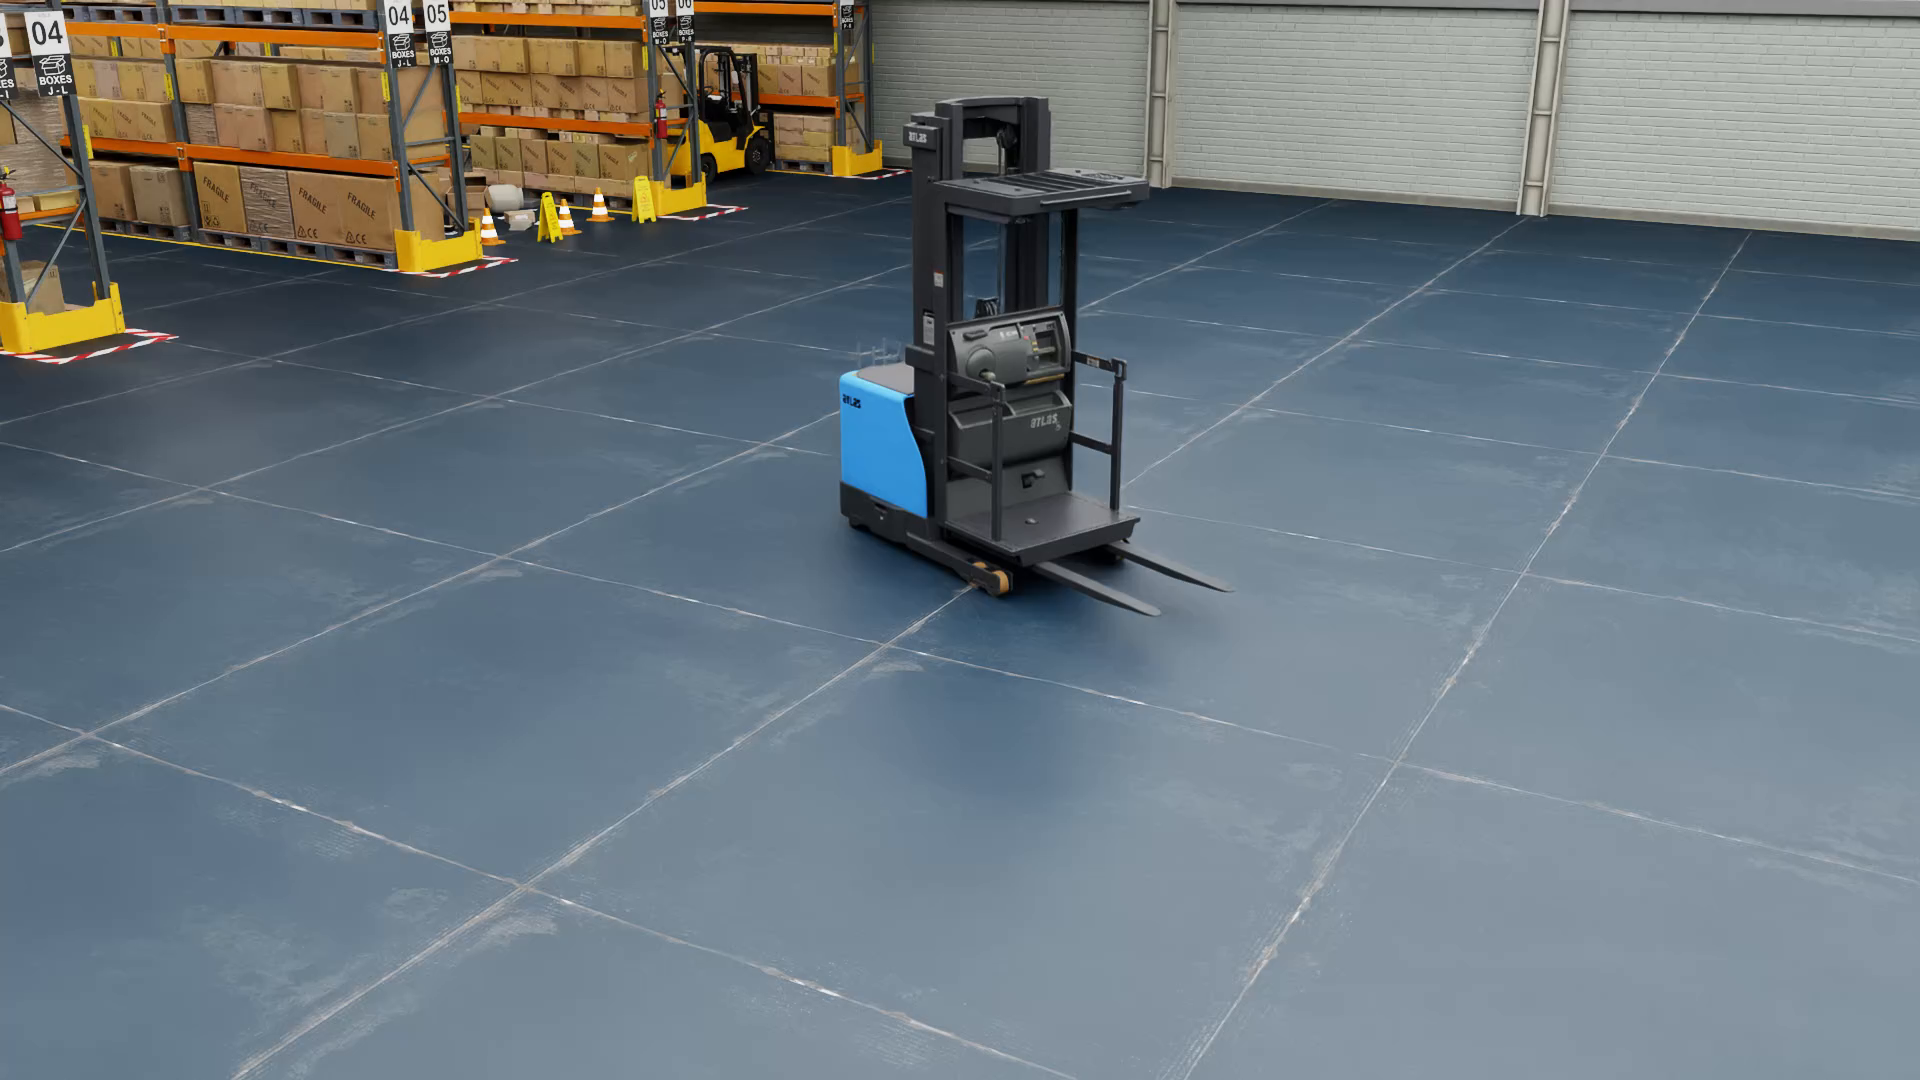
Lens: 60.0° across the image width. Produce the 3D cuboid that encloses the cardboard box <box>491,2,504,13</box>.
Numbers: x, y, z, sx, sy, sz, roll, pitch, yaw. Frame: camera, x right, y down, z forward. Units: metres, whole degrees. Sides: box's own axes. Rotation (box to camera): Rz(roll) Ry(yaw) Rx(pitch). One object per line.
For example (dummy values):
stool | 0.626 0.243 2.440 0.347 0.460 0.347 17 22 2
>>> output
cardboard box | -6.897 -8.095 25.253 0.250 0.149 0.380 12 23 29

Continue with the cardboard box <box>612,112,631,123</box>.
cardboard box | -4.934 -6.274 24.632 0.250 0.149 0.380 10 22 27

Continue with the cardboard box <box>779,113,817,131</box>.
cardboard box | -2.813 -7.305 29.055 0.500 0.250 0.500 11 23 28

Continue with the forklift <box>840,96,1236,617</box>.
forklift | 0.456 -1.212 10.409 1.130 2.935 3.031 -15 25 -35

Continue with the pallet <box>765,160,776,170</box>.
pallet | -3.560 -6.870 29.995 1.213 0.211 1.003 11 23 27

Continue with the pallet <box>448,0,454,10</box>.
pallet | -8.207 -8.506 26.293 1.003 0.211 1.213 11 23 27

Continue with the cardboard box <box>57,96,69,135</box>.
cardboard box | -12.392 -5.949 23.220 0.500 0.500 0.500 11 23 27

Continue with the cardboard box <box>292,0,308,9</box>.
cardboard box | -7.898 -6.555 20.243 0.250 0.149 0.380 10 22 27

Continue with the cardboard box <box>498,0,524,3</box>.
cardboard box | -6.584 -8.205 24.970 0.500 0.250 0.500 11 23 28

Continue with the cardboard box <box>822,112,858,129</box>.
cardboard box | -2.138 -7.374 29.246 0.500 0.250 0.500 10 22 26

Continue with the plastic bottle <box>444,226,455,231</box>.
plastic bottle | -7.247 -4.372 23.329 0.283 0.061 0.133 3 20 9

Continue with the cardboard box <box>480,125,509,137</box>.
cardboard box | -7.257 -6.395 25.962 0.250 0.149 0.380 11 23 28

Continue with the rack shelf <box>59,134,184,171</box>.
rack shelf | -11.792 -5.554 23.333 4.000 0.370 1.077 11 23 27

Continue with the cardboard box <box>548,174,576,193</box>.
cardboard box | -5.973 -5.518 25.594 0.500 0.250 0.500 10 22 25

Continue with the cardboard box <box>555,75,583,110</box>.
cardboard box | -5.706 -6.749 24.988 0.500 0.500 0.500 11 23 27

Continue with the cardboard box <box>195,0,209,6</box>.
cardboard box | -9.450 -6.850 21.057 0.250 0.149 0.380 11 23 27

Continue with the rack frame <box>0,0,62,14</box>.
rack frame | -9.061 -6.255 15.412 0.127 3.000 1.000 11 23 27

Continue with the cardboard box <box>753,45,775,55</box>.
cardboard box | -3.389 -8.534 28.959 0.250 0.149 0.380 11 23 28

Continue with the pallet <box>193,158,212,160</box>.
pallet | -12.925 -6.761 29.695 1.213 0.211 1.003 11 23 27

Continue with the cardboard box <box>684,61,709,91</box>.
cardboard box | -4.580 -8.342 29.817 0.500 0.500 0.500 11 23 28

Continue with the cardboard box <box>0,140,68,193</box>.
cardboard box | -9.528 -3.721 16.642 0.500 0.500 0.875 11 23 27

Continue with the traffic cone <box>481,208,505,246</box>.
traffic cone | -6.325 -4.213 22.301 0.334 0.463 0.336 11 23 27

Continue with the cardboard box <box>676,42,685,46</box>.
cardboard box | -4.888 -8.867 29.878 0.250 0.149 0.380 11 23 28

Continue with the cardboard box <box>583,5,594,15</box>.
cardboard box | -5.313 -7.801 24.441 0.250 0.149 0.380 11 23 28

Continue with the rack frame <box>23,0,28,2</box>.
rack frame | -13.538 -9.045 23.104 0.127 3.000 1.000 11 23 27

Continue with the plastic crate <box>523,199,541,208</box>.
plastic crate | -6.749 -5.172 25.507 0.583 0.080 0.402 3 20 9

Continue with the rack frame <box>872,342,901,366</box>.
rack frame | -0.514 -0.798 11.806 0.240 1.200 0.006 -15 25 -35

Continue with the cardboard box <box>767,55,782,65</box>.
cardboard box | -3.151 -8.359 28.913 0.250 0.149 0.380 10 22 26

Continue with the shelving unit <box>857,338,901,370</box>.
shelving unit | -0.569 -0.823 11.875 0.258 1.200 0.189 -15 25 -35

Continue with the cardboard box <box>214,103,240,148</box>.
cardboard box | -9.227 -5.488 21.875 0.550 0.550 0.875 11 23 27

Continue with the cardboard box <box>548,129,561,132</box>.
cardboard box | -7.683 -8.061 32.054 0.625 0.625 0.875 12 23 29

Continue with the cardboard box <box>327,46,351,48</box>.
cardboard box | -10.223 -8.024 27.888 0.500 0.500 0.500 10 22 26

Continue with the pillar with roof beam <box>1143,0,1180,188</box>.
pillar with roof beam | 1.160 -8.788 22.395 0.400 9.000 9.100 11 23 27

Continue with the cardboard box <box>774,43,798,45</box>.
cardboard box | -3.081 -8.723 29.479 0.250 0.149 0.380 10 22 26

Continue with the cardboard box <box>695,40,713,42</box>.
cardboard box | -4.678 -9.003 30.251 0.250 0.149 0.380 10 22 26

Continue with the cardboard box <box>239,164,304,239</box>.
cardboard box | -8.742 -4.484 21.828 0.875 0.875 0.875 11 23 28

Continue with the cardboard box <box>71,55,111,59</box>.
cardboard box | -12.260 -6.496 23.261 0.500 0.500 0.700 10 22 26

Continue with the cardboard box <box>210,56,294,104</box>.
cardboard box | -9.204 -6.009 21.729 0.550 0.550 0.875 11 23 27

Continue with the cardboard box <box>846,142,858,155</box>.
cardboard box | -2.144 -6.908 29.426 0.500 0.250 0.500 11 23 28

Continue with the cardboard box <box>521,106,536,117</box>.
cardboard box | -6.489 -6.569 25.443 0.250 0.149 0.380 11 23 28

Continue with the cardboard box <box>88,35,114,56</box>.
cardboard box | -15.251 -8.894 29.872 0.500 0.500 0.500 11 22 27

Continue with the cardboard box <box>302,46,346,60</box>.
cardboard box | -10.474 -7.871 27.467 0.500 0.500 0.500 12 23 30

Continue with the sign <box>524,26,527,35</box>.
sign | -8.527 -9.904 32.571 0.005 0.325 0.100 11 23 27

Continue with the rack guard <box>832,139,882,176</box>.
rack guard | -1.790 -6.684 29.059 0.348 0.500 1.175 11 23 27

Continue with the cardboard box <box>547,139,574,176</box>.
cardboard box | -5.949 -5.870 25.464 0.500 0.500 0.500 10 22 26

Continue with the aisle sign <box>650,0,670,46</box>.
aisle sign | -4.315 -7.510 23.858 0.004 0.787 0.394 11 23 27

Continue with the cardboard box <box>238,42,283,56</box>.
cardboard box | -11.791 -8.240 28.070 0.500 0.500 0.500 10 22 26

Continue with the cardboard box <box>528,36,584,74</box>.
cardboard box | -6.082 -7.327 25.115 0.500 0.500 0.700 11 22 27

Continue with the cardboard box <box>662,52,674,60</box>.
cardboard box | -5.153 -8.749 29.988 0.250 0.149 0.380 10 22 26

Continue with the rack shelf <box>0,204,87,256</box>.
rack shelf | -10.807 -3.429 17.474 4.000 0.370 1.077 11 23 27

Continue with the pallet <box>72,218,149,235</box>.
pallet | -11.826 -4.557 23.619 1.213 0.211 1.003 11 23 27
